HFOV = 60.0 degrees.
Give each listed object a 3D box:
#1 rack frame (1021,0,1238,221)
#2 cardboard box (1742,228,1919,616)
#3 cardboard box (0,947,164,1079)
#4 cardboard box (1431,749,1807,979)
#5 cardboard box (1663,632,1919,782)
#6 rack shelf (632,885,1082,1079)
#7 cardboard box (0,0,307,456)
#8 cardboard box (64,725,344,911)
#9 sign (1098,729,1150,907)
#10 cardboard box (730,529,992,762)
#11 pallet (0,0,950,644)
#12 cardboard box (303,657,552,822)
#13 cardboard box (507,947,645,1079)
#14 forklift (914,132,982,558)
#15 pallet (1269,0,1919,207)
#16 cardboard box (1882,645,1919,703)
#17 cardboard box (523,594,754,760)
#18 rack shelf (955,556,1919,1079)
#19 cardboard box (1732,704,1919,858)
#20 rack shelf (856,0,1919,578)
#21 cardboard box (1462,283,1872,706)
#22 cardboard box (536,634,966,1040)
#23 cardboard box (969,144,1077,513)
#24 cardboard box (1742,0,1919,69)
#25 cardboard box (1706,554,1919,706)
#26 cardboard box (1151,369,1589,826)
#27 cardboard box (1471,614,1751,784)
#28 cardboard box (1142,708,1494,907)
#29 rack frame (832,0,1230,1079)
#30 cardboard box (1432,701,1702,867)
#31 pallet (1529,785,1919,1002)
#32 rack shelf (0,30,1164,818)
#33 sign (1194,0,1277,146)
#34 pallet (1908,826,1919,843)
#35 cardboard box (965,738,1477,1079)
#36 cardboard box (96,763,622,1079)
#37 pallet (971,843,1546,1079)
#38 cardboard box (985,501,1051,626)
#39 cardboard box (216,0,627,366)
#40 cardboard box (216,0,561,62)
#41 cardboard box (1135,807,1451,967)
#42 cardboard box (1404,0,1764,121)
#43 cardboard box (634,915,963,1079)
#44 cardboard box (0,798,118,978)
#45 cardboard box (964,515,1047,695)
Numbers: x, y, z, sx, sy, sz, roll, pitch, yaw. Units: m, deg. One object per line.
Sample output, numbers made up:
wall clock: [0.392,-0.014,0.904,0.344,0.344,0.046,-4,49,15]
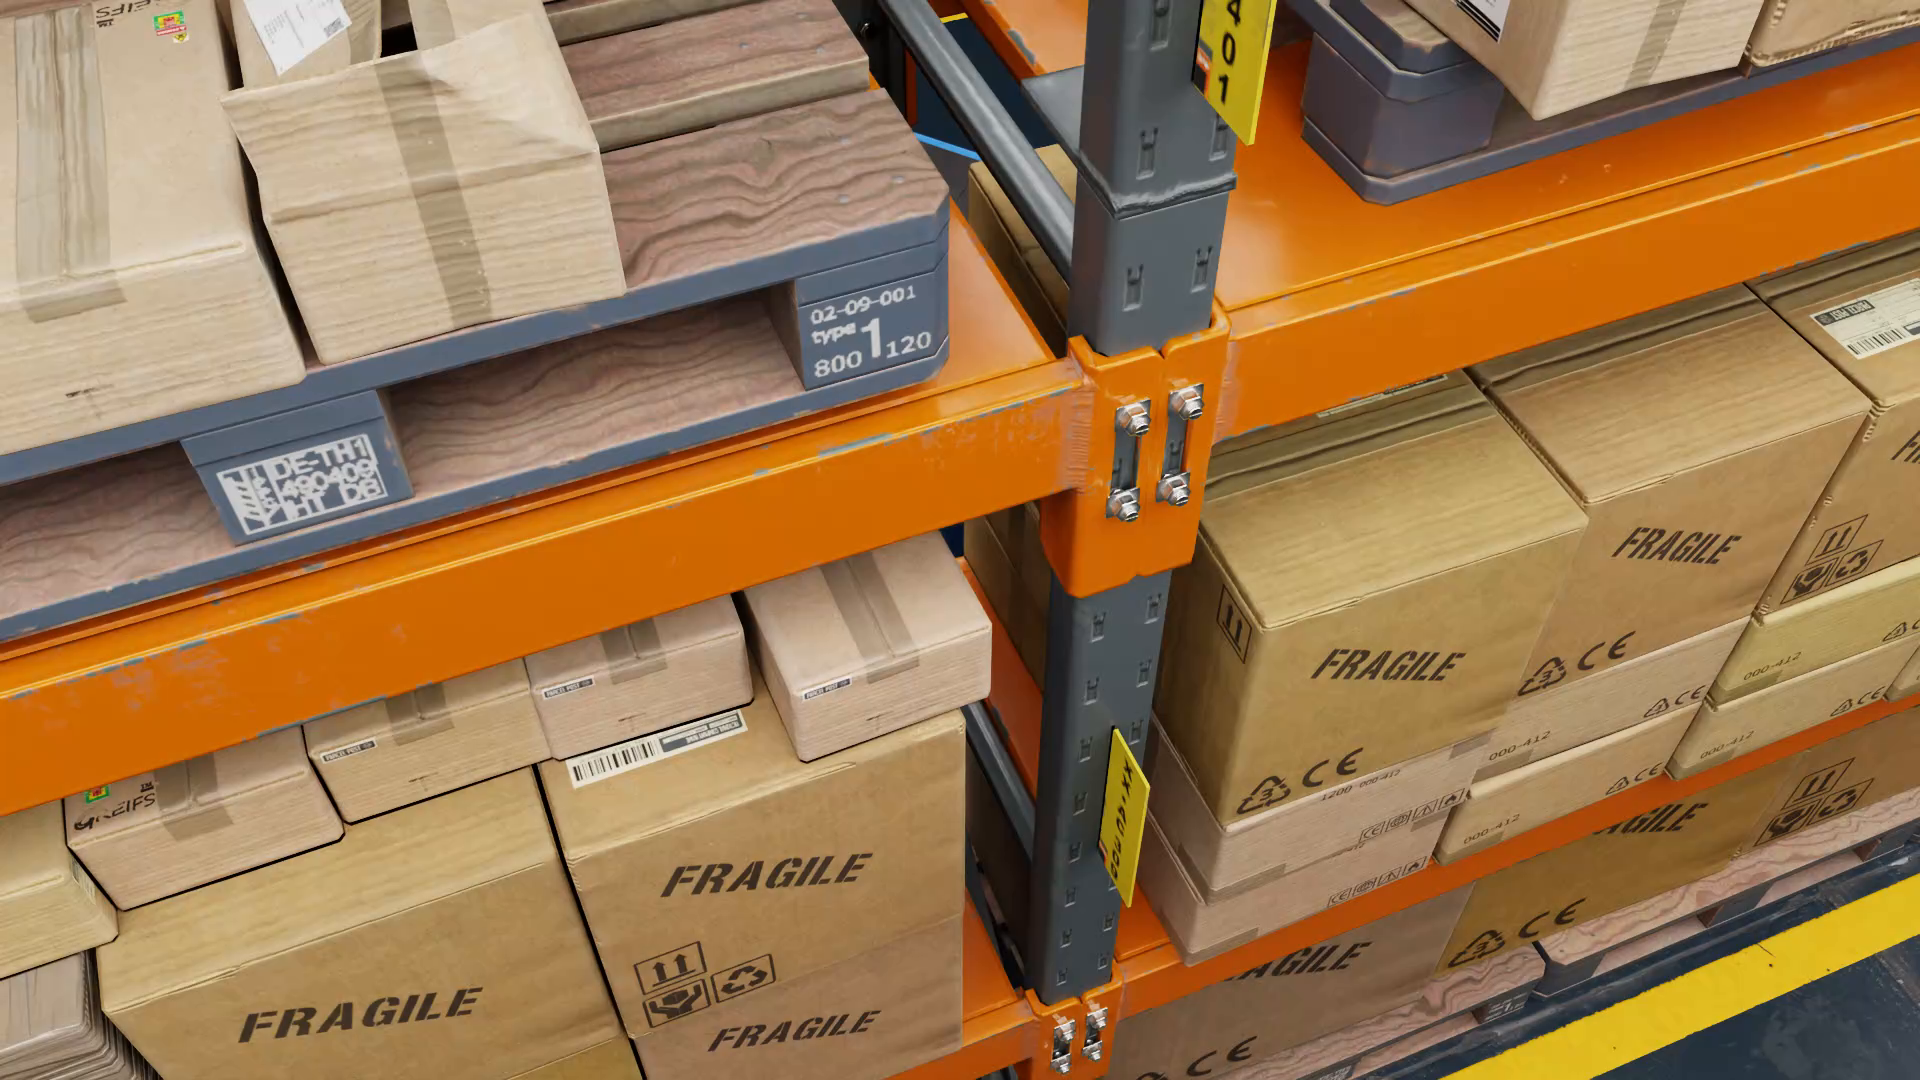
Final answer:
rack frame: [0.015,-1.644,0.730,0.127,3.000,1.000,-17,52,-14]
cardboard box: [1.457,-0.280,2.788,0.500,0.500,0.500,-18,52,-15]
cardboard box: [-1.258,0.574,2.055,0.500,0.500,0.500,-17,51,-14]
cardboard box: [1.392,0.367,4.081,0.875,0.875,0.875,-16,51,-13]
cardboard box: [1.481,0.133,3.257,0.500,0.250,0.500,-18,52,-15]
rack shelf: [-1.837,1.118,2.787,4.000,0.370,1.077,-17,52,-14]
cardboard box: [-0.700,-0.271,1.351,0.250,0.149,0.380,-16,51,-13]
cardboard box: [-0.897,0.202,1.947,0.250,0.149,0.380,-18,52,-15]
sign: [0.226,0.392,2.313,0.005,0.325,0.100,-17,52,-14]
cardboard box: [-0.150,0.052,2.075,0.250,0.149,0.380,-18,52,-15]
pallet: [-0.747,-0.411,1.707,1.213,0.211,1.003,-17,52,-14]
cardboard box: [-0.670,0.117,2.020,0.250,0.149,0.380,-17,51,-14]
cardboard box: [-0.792,0.742,2.570,0.500,0.500,0.500,-18,52,-15]
forklift: [-1.145,-1.452,4.565,3.031,2.935,1.130,22,53,18]
pallet: [0.845,-0.902,2.197,1.217,0.209,0.805,-19,52,-16]
cardboard box: [1.947,-0.004,3.375,0.500,0.250,0.500,-18,52,-15]
cardboard box: [-0.435,0.052,2.076,0.250,0.149,0.380,-16,51,-13]
rack shelf: [1.866,-0.029,3.772,4.000,0.370,1.077,-17,52,-14]
cardboard box: [2.220,0.111,4.301,0.875,0.875,0.875,-17,51,-14]
rack shelf: [1.866,-1.006,2.634,4.000,0.370,1.077,-17,52,-14]
cardboard box: [0.991,-0.138,2.666,0.500,0.500,0.500,-17,52,-14]
cardboard box: [-0.318,0.281,2.306,0.500,0.500,0.500,-18,52,-15]
cardboard box: [0.333,-0.353,2.851,0.500,0.500,0.500,-16,51,-13]
cardboard box: [0.940,-0.886,1.713,0.500,0.500,0.500,-18,52,-15]
cardboard box: [1.478,-0.027,3.065,0.500,0.250,0.500,-17,51,-14]
cardboard box: [0.531,0.028,2.524,0.500,0.500,0.500,-17,51,-14]
cardboard box: [1.001,0.099,2.957,0.500,0.250,0.500,-16,51,-14]
cardboard box: [0.529,0.268,2.812,0.500,0.250,0.500,-19,52,-15]
rack frame: [0.015,0.310,3.006,0.127,3.000,1.000,-17,52,-14]
cardboard box: [1.000,0.269,3.141,0.500,0.250,0.500,-18,52,-15]
pallet: [1.832,0.592,4.603,1.213,0.211,1.003,-17,52,-14]
rack shelf: [-1.837,0.141,1.649,4.000,0.370,1.077,-17,52,-14]
sign: [0.226,-0.472,1.308,0.005,0.325,0.100,-17,52,-14]
pallet: [2.959,0.245,4.901,1.213,0.211,1.003,-17,52,-14]
cardboard box: [0.559,0.632,3.854,0.875,0.875,0.875,-16,51,-13]
cardboard box: [-0.790,0.421,2.186,0.500,0.500,0.500,-18,52,-15]
pallet: [0.701,0.945,4.300,1.213,0.211,1.003,-17,52,-14]
cardboard box: [0.331,-0.101,3.129,0.500,0.250,0.500,-17,52,-14]
cardboard box: [-0.455,-0.385,1.372,0.258,0.266,0.396,-16,51,-13]
cardboard box: [-0.609,-0.848,1.615,0.500,0.500,0.500,-16,51,-14]
cardboard box: [0.522,0.418,3.012,0.500,0.250,0.500,-18,52,-15]
cardboard box: [0.610,-0.658,1.672,0.258,0.266,0.396,-18,52,-15]
cardboard box: [-0.318,0.590,2.700,0.500,0.500,0.500,-17,51,-14]
cardboard box: [-1.115,0.299,1.864,0.250,0.149,0.380,-18,52,-15]
cardboard box: [0.335,0.053,3.326,0.500,0.250,0.500,-18,52,-15]
